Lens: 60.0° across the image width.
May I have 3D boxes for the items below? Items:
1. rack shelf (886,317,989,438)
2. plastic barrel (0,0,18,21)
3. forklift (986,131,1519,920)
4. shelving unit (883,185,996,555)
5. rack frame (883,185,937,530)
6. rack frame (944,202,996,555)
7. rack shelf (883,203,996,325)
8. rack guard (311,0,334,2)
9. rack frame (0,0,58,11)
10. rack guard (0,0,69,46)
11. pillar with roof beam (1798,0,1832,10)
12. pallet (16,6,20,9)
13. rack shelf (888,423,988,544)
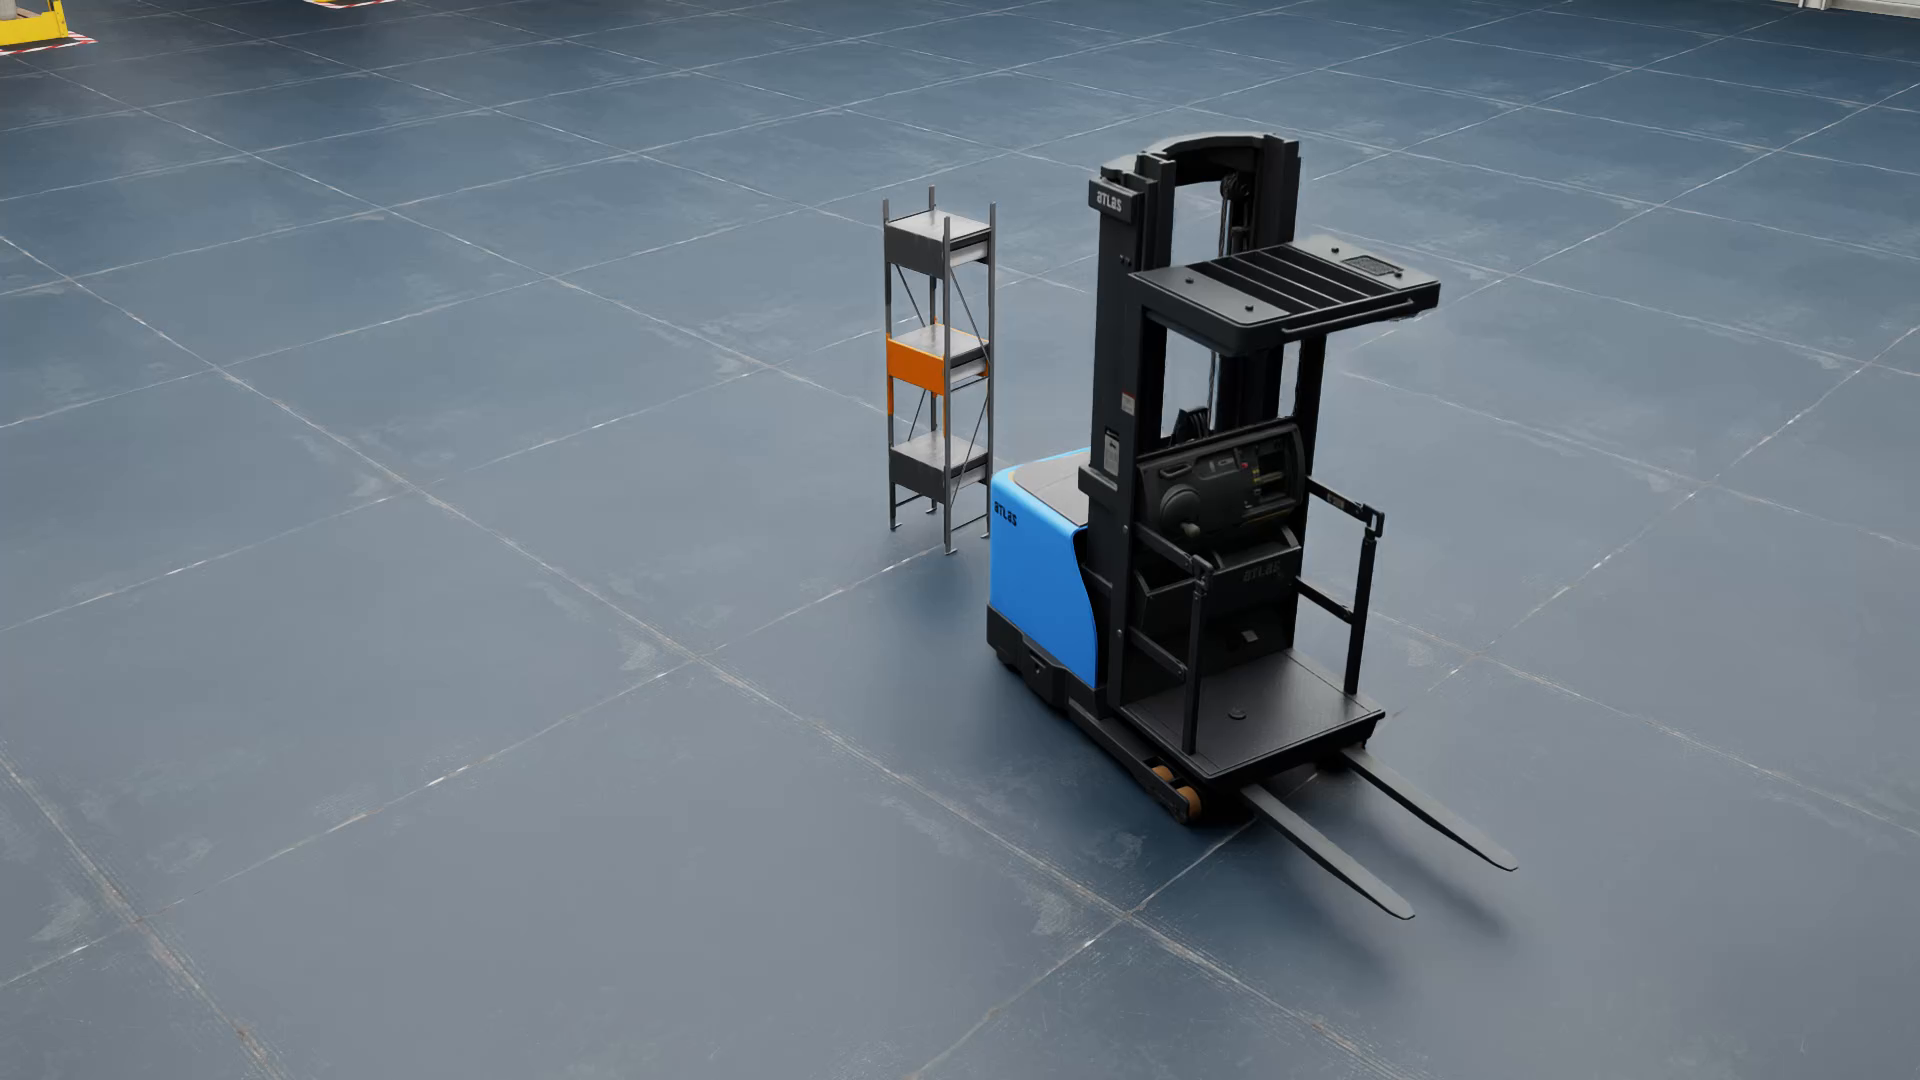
[{"bbox_3d":[-0.118,-0.971,9.870,0.480,0.518,0.431,25,36,38],"label":"rack shelf"},{"bbox_3d":[-13.902,-7.778,24.040,0.421,0.512,0.421,0,28,0],"label":"plastic barrel"},{"bbox_3d":[1.332,-0.228,7.535,1.130,2.935,3.031,-16,32,-27],"label":"forklift"},{"bbox_3d":[-0.118,-0.983,9.864,0.503,2.100,0.431,25,36,38],"label":"shelving unit"},{"bbox_3d":[-0.292,-1.063,10.015,0.015,2.100,0.400,25,36,38],"label":"rack frame"},{"bbox_3d":[0.056,-0.904,9.713,0.015,2.100,0.400,25,36,38],"label":"rack frame"},{"bbox_3d":[-0.118,-1.591,9.545,0.480,0.518,0.431,25,36,38],"label":"rack shelf"},{"bbox_3d":[-9.961,-9.066,26.954,0.348,0.500,1.175,25,36,38],"label":"rack guard"},{"bbox_3d":[-13.379,-8.503,23.199,0.127,3.000,1.000,25,36,38],"label":"rack frame"},{"bbox_3d":[-13.467,-7.406,23.798,0.348,0.500,1.175,25,36,38],"label":"rack guard"},{"bbox_3d":[10.471,-10.964,21.432,0.400,9.000,9.100,25,36,38],"label":"pillar with roof beam"},{"bbox_3d":[-14.908,-7.943,25.130,1.213,0.211,1.003,25,36,38],"label":"pallet"},{"bbox_3d":[-0.118,-0.352,10.196,0.480,0.518,0.431,25,36,38],"label":"rack shelf"}]
